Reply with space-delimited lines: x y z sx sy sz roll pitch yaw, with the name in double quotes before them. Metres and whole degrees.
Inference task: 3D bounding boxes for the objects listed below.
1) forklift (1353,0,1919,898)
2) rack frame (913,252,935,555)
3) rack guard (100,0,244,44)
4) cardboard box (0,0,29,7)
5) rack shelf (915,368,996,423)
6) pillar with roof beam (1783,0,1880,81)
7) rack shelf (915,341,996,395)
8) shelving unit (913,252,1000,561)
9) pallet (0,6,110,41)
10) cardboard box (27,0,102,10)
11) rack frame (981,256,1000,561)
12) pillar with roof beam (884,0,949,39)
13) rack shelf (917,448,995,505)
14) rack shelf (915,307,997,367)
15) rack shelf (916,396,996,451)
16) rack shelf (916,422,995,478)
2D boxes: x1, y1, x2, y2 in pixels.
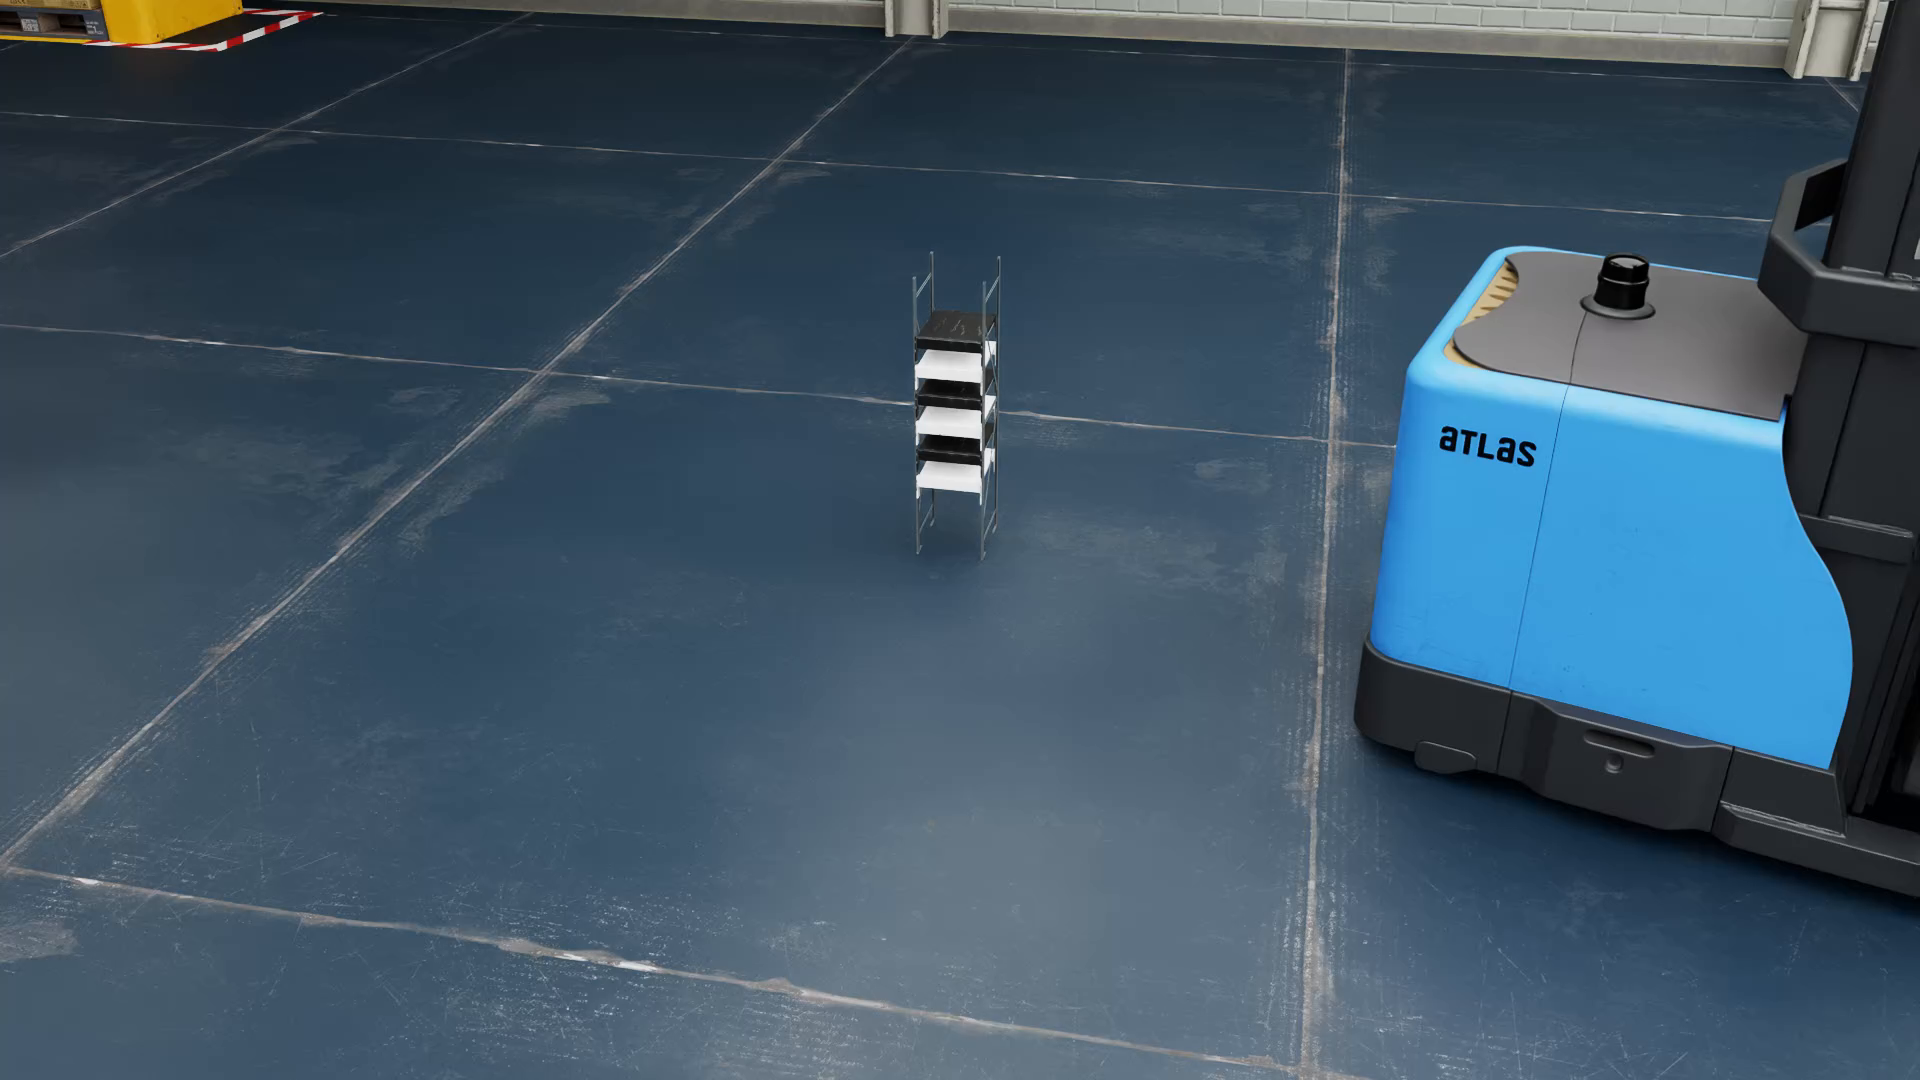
"forklift" 2.555 -0.622 3.333 3.031 2.935 1.130 14 32 24
"rack frame" -0.107 -0.406 5.054 0.006 0.900 0.240 6 29 11
"rack guard" -5.656 -3.941 11.929 0.348 0.500 1.175 6 29 11
"cardboard box" -6.689 -3.971 11.807 0.500 0.250 0.500 6 29 11
"rack shelf" -0.008 -0.445 5.008 0.200 0.077 0.258 6 29 11
"pillar with roof beam" 4.664 -4.940 4.902 0.400 9.000 9.100 6 29 11
"rack shelf" -0.008 -0.524 4.965 0.200 0.077 0.258 6 29 11
"shelving unit" -0.008 -0.396 5.035 0.210 0.900 0.258 6 29 11
"pallet" -6.436 -3.874 12.107 1.213 0.211 1.003 6 29 11
"cardboard box" -6.205 -3.917 11.707 0.500 0.250 0.500 6 29 11
"rack frame" 0.091 -0.385 5.017 0.006 0.900 0.240 6 29 11
"pillar with roof beam" -1.203 -5.541 6.001 0.400 9.000 9.100 6 29 11
"rack shelf" -0.008 -0.208 5.138 0.200 0.077 0.258 6 29 11
"rack shelf" -0.008 -0.603 4.922 0.200 0.077 0.258 6 29 11
"rack shelf" -0.008 -0.366 5.051 0.200 0.077 0.258 6 29 11
"rack shelf" -0.008 -0.287 5.095 0.200 0.077 0.258 6 29 11
